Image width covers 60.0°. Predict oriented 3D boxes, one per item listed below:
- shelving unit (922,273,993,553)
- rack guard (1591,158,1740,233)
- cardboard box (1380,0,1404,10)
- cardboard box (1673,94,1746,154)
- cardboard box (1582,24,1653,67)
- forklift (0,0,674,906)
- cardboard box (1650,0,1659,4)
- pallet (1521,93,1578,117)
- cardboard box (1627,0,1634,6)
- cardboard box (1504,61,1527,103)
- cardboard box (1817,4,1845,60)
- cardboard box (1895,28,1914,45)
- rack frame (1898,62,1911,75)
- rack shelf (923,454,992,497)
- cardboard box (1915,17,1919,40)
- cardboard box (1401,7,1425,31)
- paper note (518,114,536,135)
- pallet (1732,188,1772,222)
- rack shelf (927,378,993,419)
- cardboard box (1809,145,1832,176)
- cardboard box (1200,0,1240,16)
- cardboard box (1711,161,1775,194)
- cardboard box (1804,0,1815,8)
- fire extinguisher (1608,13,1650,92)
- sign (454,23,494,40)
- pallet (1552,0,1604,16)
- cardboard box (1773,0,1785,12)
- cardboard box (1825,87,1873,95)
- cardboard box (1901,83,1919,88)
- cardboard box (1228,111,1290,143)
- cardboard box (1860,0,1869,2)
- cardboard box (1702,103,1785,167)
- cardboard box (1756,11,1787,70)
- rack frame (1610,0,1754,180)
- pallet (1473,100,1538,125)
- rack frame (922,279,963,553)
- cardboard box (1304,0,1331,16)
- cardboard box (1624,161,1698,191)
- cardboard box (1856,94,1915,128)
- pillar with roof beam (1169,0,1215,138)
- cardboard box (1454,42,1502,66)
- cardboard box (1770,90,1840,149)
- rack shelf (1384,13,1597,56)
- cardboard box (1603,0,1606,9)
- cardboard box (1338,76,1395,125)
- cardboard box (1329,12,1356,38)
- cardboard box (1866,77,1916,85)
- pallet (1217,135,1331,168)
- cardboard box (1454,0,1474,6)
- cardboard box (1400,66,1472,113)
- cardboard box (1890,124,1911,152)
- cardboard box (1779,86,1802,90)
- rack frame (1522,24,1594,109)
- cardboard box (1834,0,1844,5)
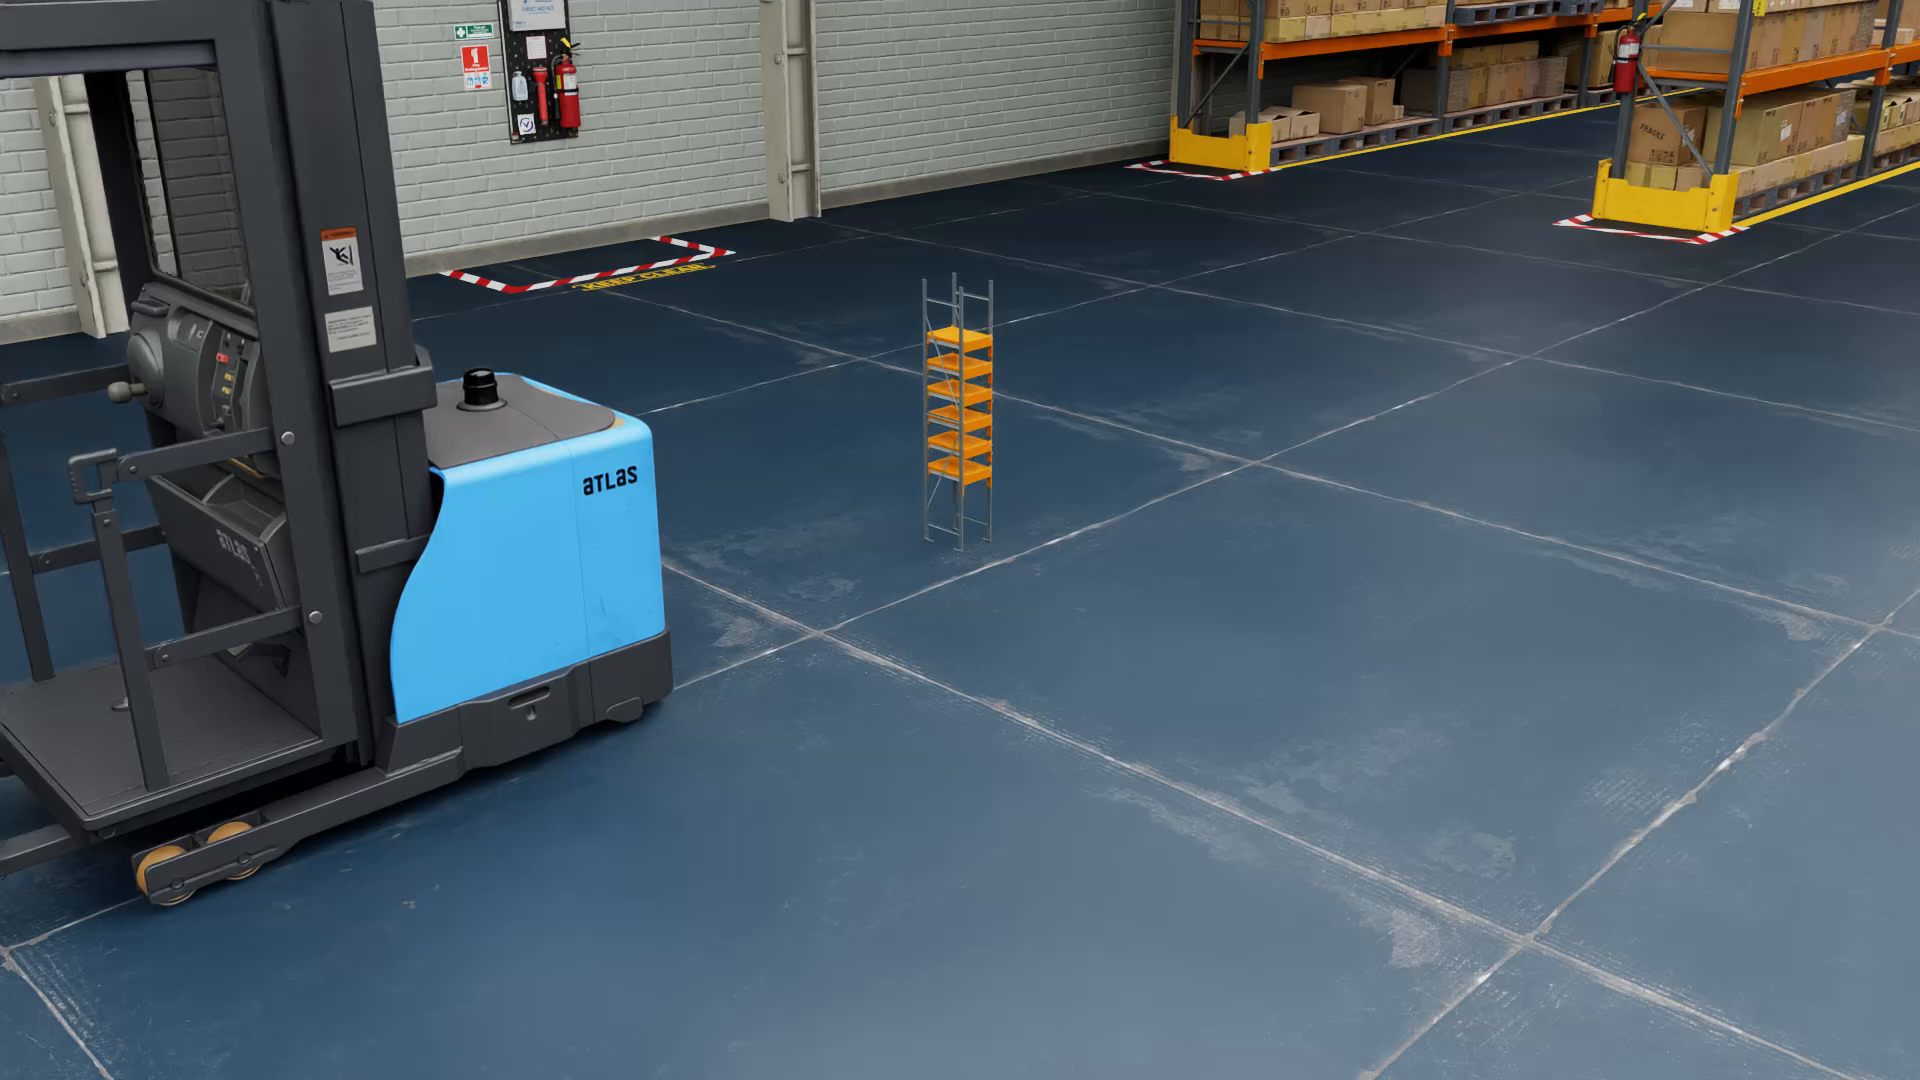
[{"bbox_3d":[-0.010,-0.556,7.350,0.258,1.200,0.189,19,28,41],"label":"shelving unit"},{"bbox_3d":[6.331,-3.106,14.959,1.175,0.500,0.348,19,28,41],"label":"rack guard"},{"bbox_3d":[4.775,-6.380,19.129,0.500,0.500,0.500,18,28,39],"label":"cardboard box"},{"bbox_3d":[7.195,-4.015,16.041,0.500,0.500,0.500,19,28,41],"label":"cardboard box"},{"bbox_3d":[9.599,-7.147,24.399,0.750,0.750,0.750,19,28,40],"label":"cardboard box"},{"bbox_3d":[-2.438,-0.519,4.841,3.031,2.935,1.130,-19,28,-41],"label":"forklift"},{"bbox_3d":[10.023,-7.956,24.415,0.250,0.149,0.380,-19,28,-40],"label":"cardboard box"},{"bbox_3d":[7.830,-6.072,23.079,1.003,0.211,1.213,19,28,41],"label":"pallet"},{"bbox_3d":[9.462,-7.767,23.924,0.250,0.149,0.380,-19,28,-41],"label":"cardboard box"},{"bbox_3d":[7.143,-6.177,22.335,0.700,0.500,0.500,19,28,40],"label":"cardboard box"},{"bbox_3d":[8.117,-4.973,16.193,0.500,0.500,0.700,-20,28,-41],"label":"cardboard box"},{"bbox_3d":[9.902,-5.367,17.707,0.380,0.149,0.250,19,28,41],"label":"cardboard box"},{"bbox_3d":[11.928,-6.336,19.877,1.000,3.000,0.127,19,28,41],"label":"rack frame"},{"bbox_3d":[-0.010,-0.291,7.452,0.258,0.103,0.180,19,28,41],"label":"rack shelf"},{"bbox_3d":[10.402,-5.812,18.374,0.500,0.500,0.500,19,28,41],"label":"cardboard box"},{"bbox_3d":[5.119,-6.162,19.607,0.500,0.250,0.500,19,28,41],"label":"cardboard box"},{"bbox_3d":[-3.446,-3.307,13.226,0.016,0.148,0.142,19,28,41],"label":"paper note"},{"bbox_3d":[6.851,-3.185,15.566,1.003,0.211,1.213,19,28,41],"label":"pallet"},{"bbox_3d":[-0.010,-0.627,7.323,0.258,0.103,0.180,19,28,41],"label":"rack shelf"},{"bbox_3d":[8.277,-3.788,16.496,0.500,0.250,0.500,19,28,41],"label":"cardboard box"},{"bbox_3d":[2.972,-5.982,18.093,0.500,0.500,0.500,19,28,40],"label":"cardboard box"},{"bbox_3d":[7.227,-3.403,15.495,0.500,0.250,0.500,19,28,41],"label":"cardboard box"},{"bbox_3d":[7.672,-5.007,15.377,0.380,0.149,0.250,19,28,40],"label":"cardboard box"},{"bbox_3d":[5.932,-4.329,14.764,0.296,0.674,0.183,19,28,41],"label":"fire extinguisher"},{"bbox_3d":[-3.723,-3.893,12.734,0.001,0.109,0.331,19,28,41],"label":"sign"},{"bbox_3d":[7.956,-7.275,22.589,1.213,0.211,1.003,19,28,41],"label":"pallet"},{"bbox_3d":[7.133,-4.808,14.859,0.380,0.149,0.250,19,28,41],"label":"cardboard box"},{"bbox_3d":[9.923,-4.921,18.661,0.500,0.311,0.500,19,28,40],"label":"cardboard box"},{"bbox_3d":[11.027,-5.049,18.996,0.500,0.311,0.500,19,28,40],"label":"cardboard box"},{"bbox_3d":[3.343,-4.624,18.558,0.500,0.311,0.500,15,26,35],"label":"cardboard box"},{"bbox_3d":[8.747,-5.402,16.406,0.380,0.149,0.250,18,28,39],"label":"cardboard box"},{"bbox_3d":[7.228,-3.753,15.360,0.500,0.500,0.500,19,28,41],"label":"cardboard box"},{"bbox_3d":[7.045,-4.579,15.167,0.500,0.500,0.700,-19,28,-41],"label":"cardboard box"},{"bbox_3d":[6.347,-4.279,14.527,1.000,3.000,0.127,19,28,41],"label":"rack frame"},{"bbox_3d":[6.979,-5.760,22.267,1.003,0.211,1.213,19,28,41],"label":"pallet"},{"bbox_3d":[-0.074,-0.533,7.288,0.240,1.200,0.006,19,28,41],"label":"rack frame"},{"bbox_3d":[3.696,-5.979,18.086,0.500,0.500,0.500,19,28,41],"label":"cardboard box"},{"bbox_3d":[6.510,-3.404,15.496,0.500,0.250,0.500,19,28,41],"label":"cardboard box"},{"bbox_3d":[9.958,-4.653,17.965,0.500,0.311,0.500,19,28,40],"label":"cardboard box"},{"bbox_3d":[5.749,-7.637,14.902,9.100,9.000,0.400,19,28,41],"label":"pillar with roof beam"},{"bbox_3d":[6.753,-6.377,21.810,0.500,0.250,0.500,18,28,39],"label":"cardboard box"},{"bbox_3d":[8.268,-4.141,16.369,0.500,0.500,0.500,19,28,41],"label":"cardboard box"},{"bbox_3d":[6.981,-6.725,21.892,1.077,0.370,4.000,19,28,41],"label":"rack shelf"},{"bbox_3d":[8.772,-7.493,23.211,0.380,0.149,0.250,19,28,40],"label":"cardboard box"},{"bbox_3d":[4.891,-5.308,20.075,0.500,0.500,0.500,17,27,37],"label":"cardboard box"},{"bbox_3d":[4.075,-5.770,18.586,0.500,0.250,0.500,19,28,40],"label":"cardboard box"},{"bbox_3d":[10.992,-5.312,19.679,0.500,0.311,0.500,18,28,39],"label":"cardboard box"},{"bbox_3d":[3.441,-4.436,18.821,1.003,0.211,1.213,19,28,41],"label":"pallet"},{"bbox_3d":[5.965,-6.921,20.647,0.700,0.500,0.500,19,28,41],"label":"cardboard box"},{"bbox_3d":[6.088,-5.778,21.298,0.500,0.500,0.700,-19,28,-40],"label":"cardboard box"},{"bbox_3d":[9.954,-4.393,18.069,0.500,0.250,0.500,-19,28,-41],"label":"cardboard box"},{"bbox_3d":[8.247,-4.399,17.040,0.500,0.500,0.500,19,28,41],"label":"cardboard box"},{"bbox_3d":[8.376,-7.574,23.100,1.000,3.000,0.127,19,28,41],"label":"rack frame"},{"bbox_3d":[8.215,-5.207,15.898,0.250,0.149,0.380,-19,28,-41],"label":"cardboard box"}]
